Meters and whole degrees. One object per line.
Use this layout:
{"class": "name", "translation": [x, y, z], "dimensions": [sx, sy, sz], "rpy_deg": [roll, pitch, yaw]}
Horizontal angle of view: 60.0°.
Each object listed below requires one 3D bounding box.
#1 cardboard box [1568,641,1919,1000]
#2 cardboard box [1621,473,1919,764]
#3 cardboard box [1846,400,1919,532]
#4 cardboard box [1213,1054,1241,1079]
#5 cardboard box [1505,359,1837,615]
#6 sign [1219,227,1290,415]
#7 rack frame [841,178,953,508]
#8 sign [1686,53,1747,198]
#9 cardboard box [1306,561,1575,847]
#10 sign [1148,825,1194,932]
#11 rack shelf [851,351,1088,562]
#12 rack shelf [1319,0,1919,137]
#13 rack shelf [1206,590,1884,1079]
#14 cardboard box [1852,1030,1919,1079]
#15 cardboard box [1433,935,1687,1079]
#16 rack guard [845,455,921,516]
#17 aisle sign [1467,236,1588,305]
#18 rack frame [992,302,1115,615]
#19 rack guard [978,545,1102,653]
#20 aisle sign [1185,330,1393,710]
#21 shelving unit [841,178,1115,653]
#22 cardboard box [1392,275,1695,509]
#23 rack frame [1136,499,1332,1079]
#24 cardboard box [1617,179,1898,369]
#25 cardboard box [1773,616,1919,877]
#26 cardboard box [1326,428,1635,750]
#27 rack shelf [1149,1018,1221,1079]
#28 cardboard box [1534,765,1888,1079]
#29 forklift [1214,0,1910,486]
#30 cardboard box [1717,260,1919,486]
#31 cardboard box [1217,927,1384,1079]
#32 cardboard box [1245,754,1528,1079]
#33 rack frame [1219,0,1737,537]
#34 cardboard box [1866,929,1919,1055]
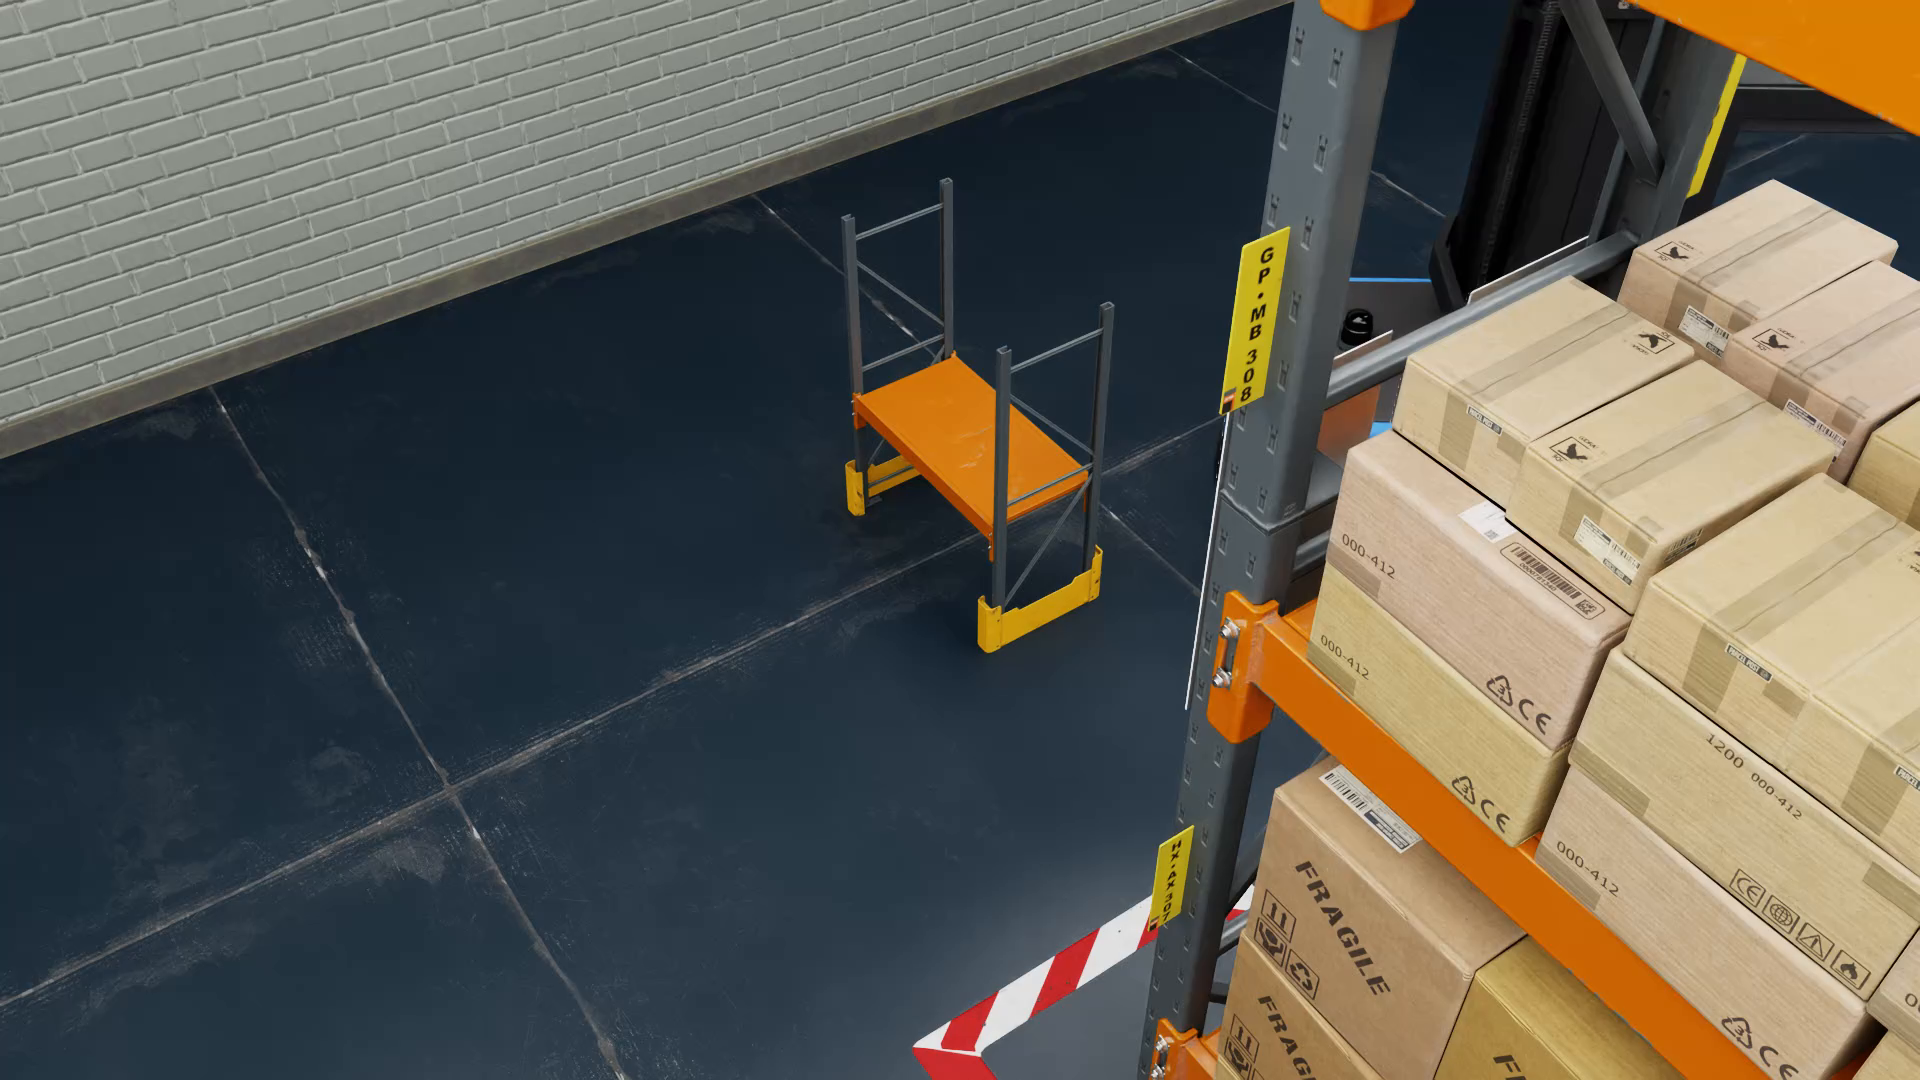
{"class": "cardboard box", "translation": [1.248, 0.281, 2.349], "dimensions": [0.500, 0.250, 0.500], "rpy_deg": [-26, 50, -25]}
{"class": "cardboard box", "translation": [1.135, 0.098, 2.252], "dimensions": [0.380, 0.149, 0.250], "rpy_deg": [-26, 49, -24]}
{"class": "cardboard box", "translation": [1.550, -0.114, 2.474], "dimensions": [0.380, 0.149, 0.250], "rpy_deg": [-27, 50, -26]}
{"class": "cardboard box", "translation": [0.827, 1.250, 3.941], "dimensions": [0.380, 0.149, 0.250], "rpy_deg": [-26, 49, -25]}
{"class": "cardboard box", "translation": [1.040, -0.085, 2.443], "dimensions": [0.380, 0.149, 0.250], "rpy_deg": [-24, 49, -23]}
{"class": "sign", "translation": [0.465, -0.341, 2.620], "dimensions": [0.100, 0.325, 0.005], "rpy_deg": [-26, 49, -24]}
{"class": "rack frame", "translation": [-0.242, -0.782, 6.974], "dimensions": [0.500, 1.500, 0.032], "rpy_deg": [-26, 49, -24]}
{"class": "sign", "translation": [1.377, -0.767, 3.059], "dimensions": [0.100, 0.325, 0.005], "rpy_deg": [-26, 49, -24]}
{"class": "cardboard box", "translation": [0.957, 0.171, 2.826], "dimensions": [0.500, 0.250, 0.500], "rpy_deg": [-24, 49, -23]}
{"class": "sign", "translation": [0.465, 0.747, 3.659], "dimensions": [0.100, 0.325, 0.005], "rpy_deg": [-26, 49, -24]}
{"class": "rack shelf", "translation": [0.049, -0.364, 6.797], "dimensions": [0.538, 0.185, 1.000], "rpy_deg": [-26, 49, -24]}
{"class": "rack shelf", "translation": [2.054, 0.070, 1.174], "dimensions": [1.077, 0.370, 4.000], "rpy_deg": [-26, 49, -24]}
{"class": "rack shelf", "translation": [2.054, 1.154, 2.209], "dimensions": [1.077, 0.370, 4.000], "rpy_deg": [-26, 49, -24]}
{"class": "cardboard box", "translation": [1.560, 0.757, 2.212], "dimensions": [0.500, 0.250, 0.500], "rpy_deg": [-27, 50, -26]}
{"class": "cardboard box", "translation": [1.243, 0.983, 3.027], "dimensions": [0.500, 0.500, 0.500], "rpy_deg": [-24, 49, -23]}
{"class": "rack guard", "translation": [-0.241, -0.329, 7.405], "dimensions": [0.587, 0.250, 0.087], "rpy_deg": [-26, 49, -24]}
{"class": "aisle sign", "translation": [1.114, -0.254, 3.452], "dimensions": [0.394, 0.787, 0.004], "rpy_deg": [-26, 49, -24]}
{"class": "rack frame", "translation": [0.340, -0.206, 6.371], "dimensions": [0.500, 1.500, 0.032], "rpy_deg": [-26, 49, -24]}
{"class": "rack guard", "translation": [0.329, 0.235, 6.814], "dimensions": [0.587, 0.250, 0.087], "rpy_deg": [-26, 49, -24]}
{"class": "aisle sign", "translation": [0.622, -0.017, 3.204], "dimensions": [0.394, 0.787, 0.004], "rpy_deg": [-26, 49, -24]}
{"class": "shelving unit", "translation": [0.044, -0.499, 6.678], "dimensions": [0.587, 1.500, 1.083], "rpy_deg": [-26, 49, -24]}
{"class": "cardboard box", "translation": [0.909, -0.236, 2.602], "dimensions": [0.380, 0.149, 0.250], "rpy_deg": [-26, 49, -25]}
{"class": "rack frame", "translation": [0.910, 0.846, 4.182], "dimensions": [1.000, 3.000, 0.127], "rpy_deg": [-26, 49, -24]}
{"class": "cardboard box", "translation": [1.341, -0.438, 2.813], "dimensions": [0.380, 0.149, 0.250], "rpy_deg": [-26, 50, -25]}
{"class": "cardboard box", "translation": [1.274, 0.236, 2.107], "dimensions": [0.380, 0.149, 0.250], "rpy_deg": [-25, 49, -24]}
{"class": "cardboard box", "translation": [0.954, -0.009, 2.652], "dimensions": [0.500, 0.250, 0.500], "rpy_deg": [-25, 49, -24]}
{"class": "rack shelf", "translation": [2.054, 2.239, 3.244], "dimensions": [1.077, 0.370, 4.000], "rpy_deg": [-26, 49, -24]}
{"class": "cardboard box", "translation": [1.255, 0.471, 2.512], "dimensions": [0.500, 0.250, 0.500], "rpy_deg": [-24, 49, -23]}
{"class": "forklift", "translation": [2.646, -1.011, 6.178], "dimensions": [3.031, 2.935, 1.130], "rpy_deg": [1, 44, 1]}
{"class": "cardboard box", "translation": [1.420, -0.268, 2.635], "dimensions": [0.380, 0.149, 0.250], "rpy_deg": [-25, 49, -24]}
{"class": "cardboard box", "translation": [0.940, 1.066, 3.665], "dimensions": [0.500, 0.500, 0.500], "rpy_deg": [-23, 48, -23]}
{"class": "cardboard box", "translation": [0.949, 0.700, 3.324], "dimensions": [0.500, 0.500, 0.500], "rpy_deg": [-26, 49, -25]}
{"class": "rack frame", "translation": [0.910, -1.324, 2.111], "dimensions": [1.000, 3.000, 0.127], "rpy_deg": [-26, 49, -24]}
{"class": "cardboard box", "translation": [1.527, 0.572, 2.044], "dimensions": [0.500, 0.250, 0.500], "rpy_deg": [-25, 49, -24]}
